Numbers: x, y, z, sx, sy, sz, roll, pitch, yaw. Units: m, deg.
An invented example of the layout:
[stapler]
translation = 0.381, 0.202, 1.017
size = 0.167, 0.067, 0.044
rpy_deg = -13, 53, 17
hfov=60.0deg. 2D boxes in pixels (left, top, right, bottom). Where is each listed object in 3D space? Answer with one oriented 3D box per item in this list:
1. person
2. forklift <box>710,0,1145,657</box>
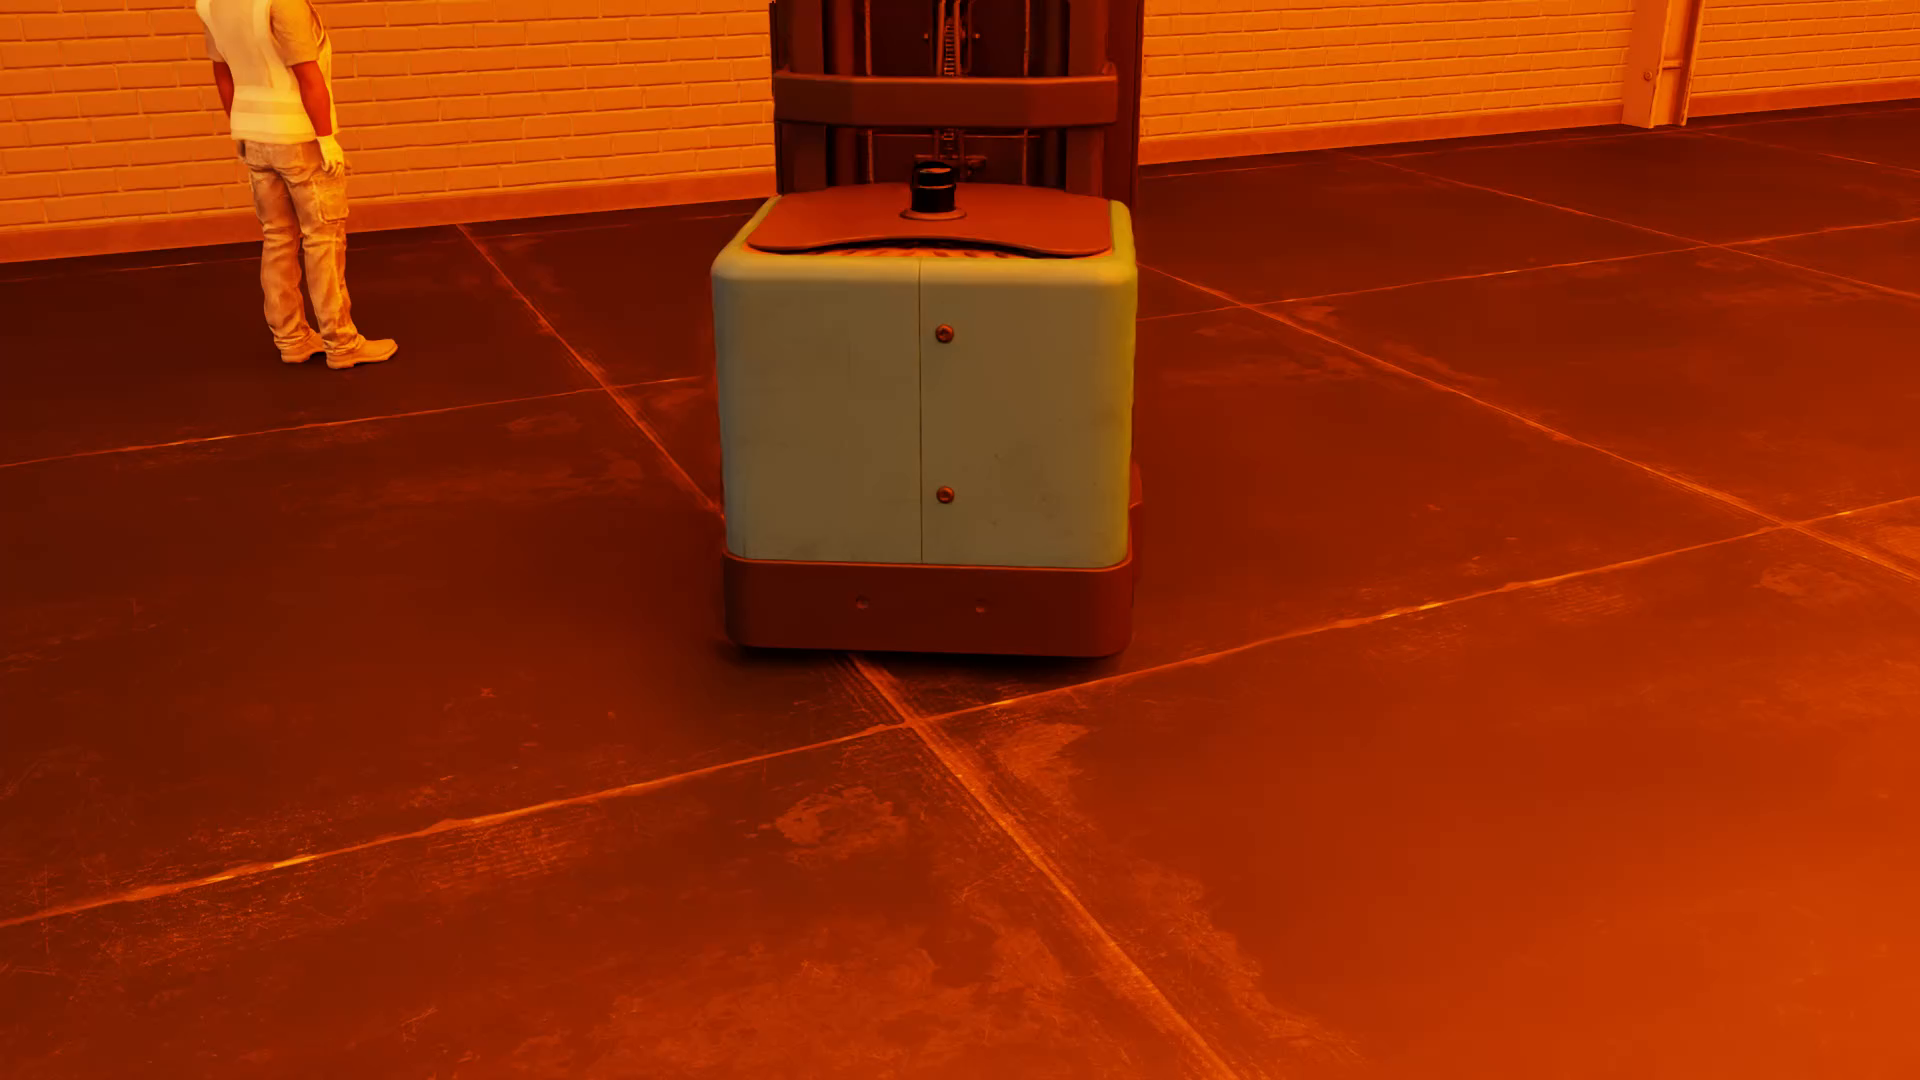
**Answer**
[person]
translation = -2.648, -1.581, 6.586
size = 0.538, 1.790, 0.386
rpy_deg = 11, 25, 25
[forklift]
translation = 0.007, -1.580, 5.089
size = 1.130, 2.935, 3.031
rpy_deg = 1, 23, 4
